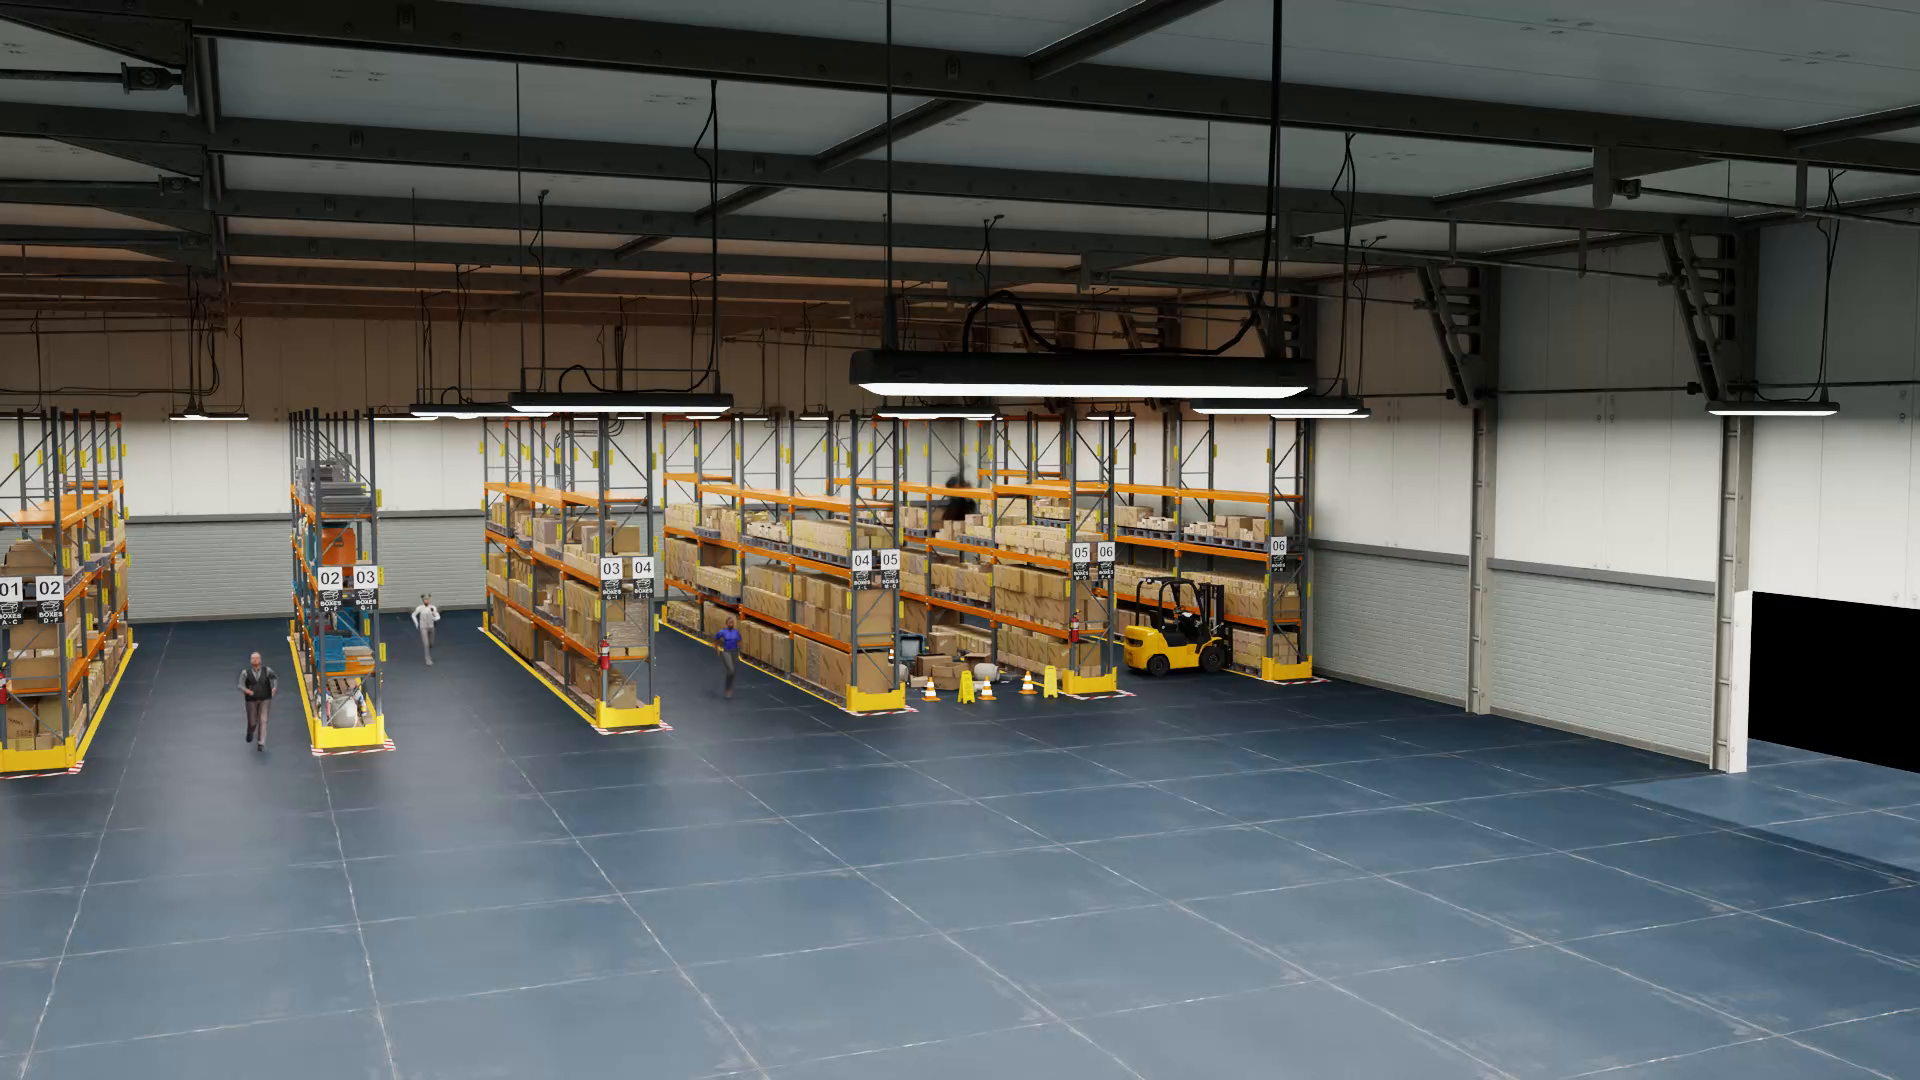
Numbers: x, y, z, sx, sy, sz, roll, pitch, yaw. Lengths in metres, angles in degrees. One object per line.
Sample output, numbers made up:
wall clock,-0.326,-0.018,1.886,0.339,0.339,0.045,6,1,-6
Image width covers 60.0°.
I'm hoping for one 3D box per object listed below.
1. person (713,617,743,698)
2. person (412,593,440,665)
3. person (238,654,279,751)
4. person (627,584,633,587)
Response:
person,-4.818,2.465,34.843,0.543,1.701,0.713,-3,5,-38
person,-12.695,2.100,39.593,0.622,1.670,0.878,-2,5,-31
person,-12.325,2.841,29.241,0.676,1.668,0.855,-2,4,-23
person,-9.254,1.604,46.322,0.684,1.734,0.920,-1,4,-15
